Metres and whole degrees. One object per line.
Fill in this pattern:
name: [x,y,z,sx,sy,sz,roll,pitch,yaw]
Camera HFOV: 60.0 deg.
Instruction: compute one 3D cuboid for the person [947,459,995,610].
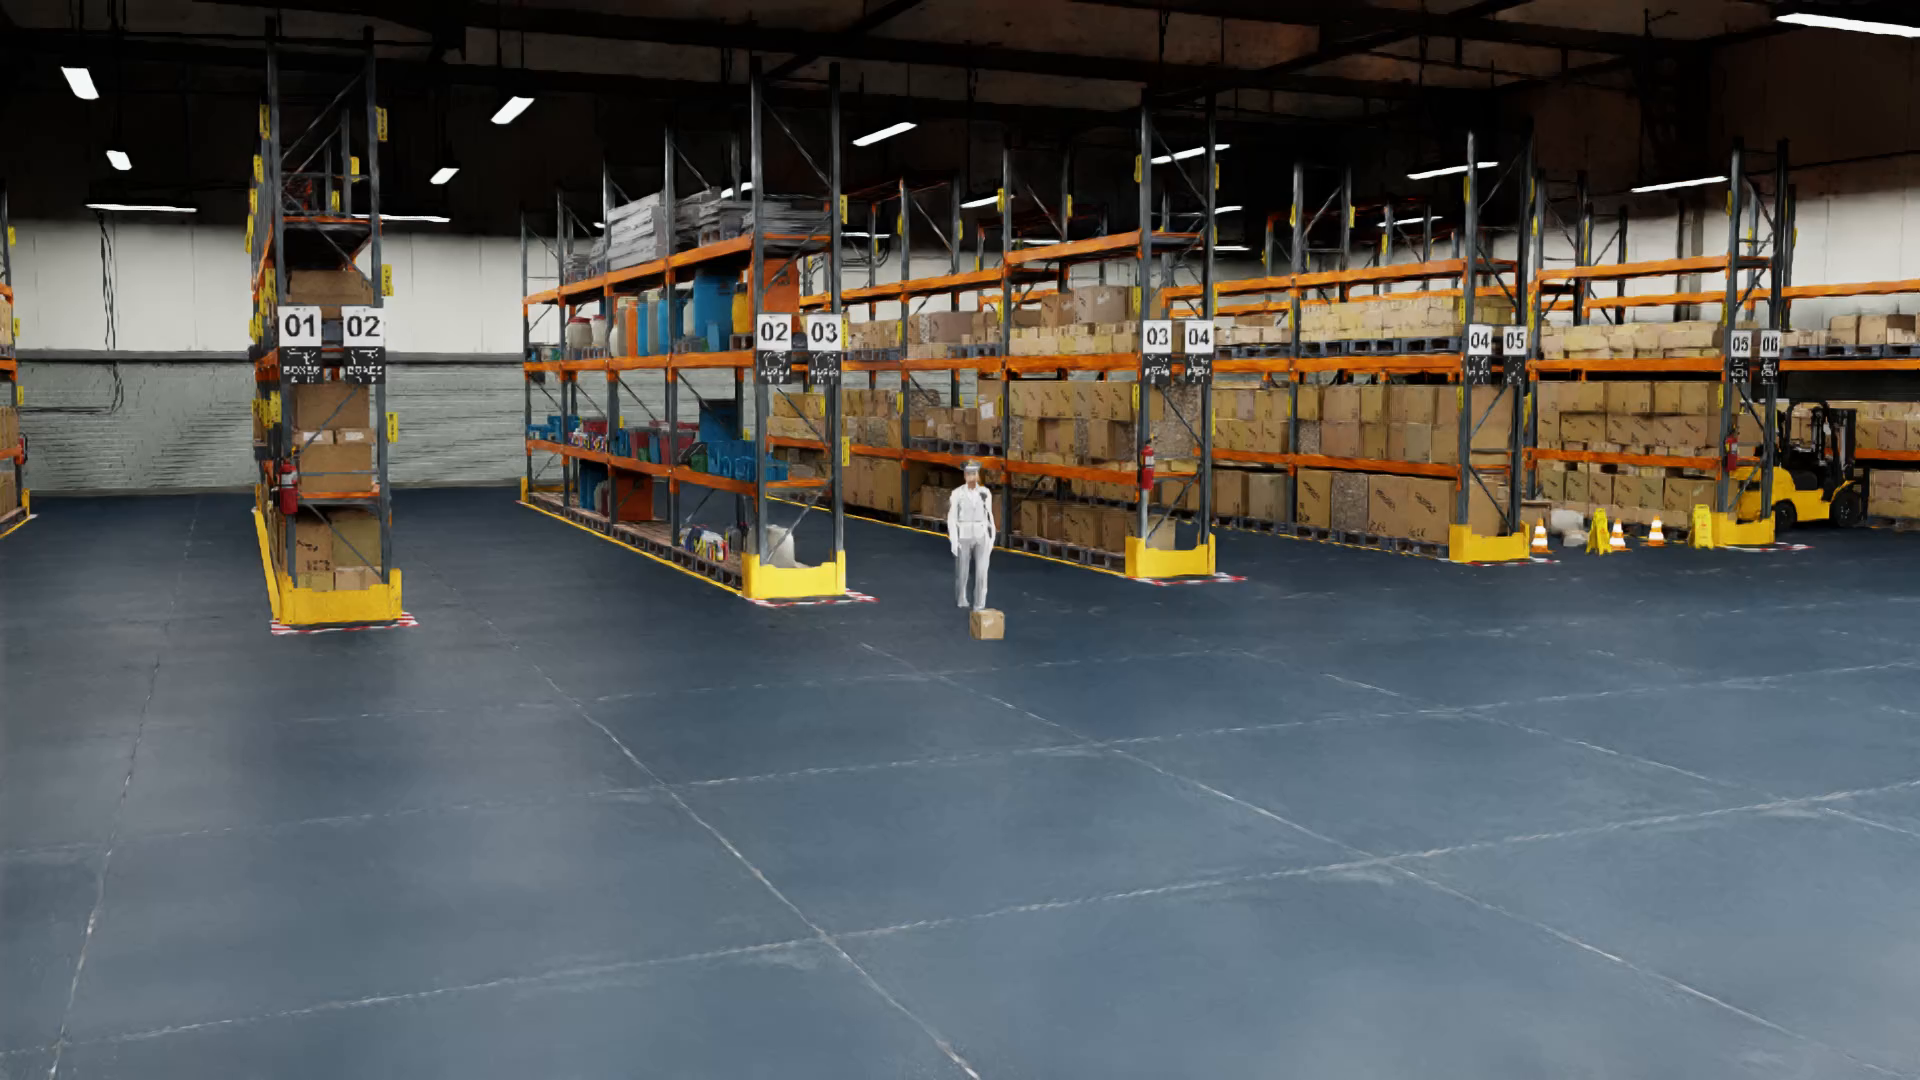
person: [0.110,-0.018,17.051,0.501,1.637,0.958,0,6,-5]
